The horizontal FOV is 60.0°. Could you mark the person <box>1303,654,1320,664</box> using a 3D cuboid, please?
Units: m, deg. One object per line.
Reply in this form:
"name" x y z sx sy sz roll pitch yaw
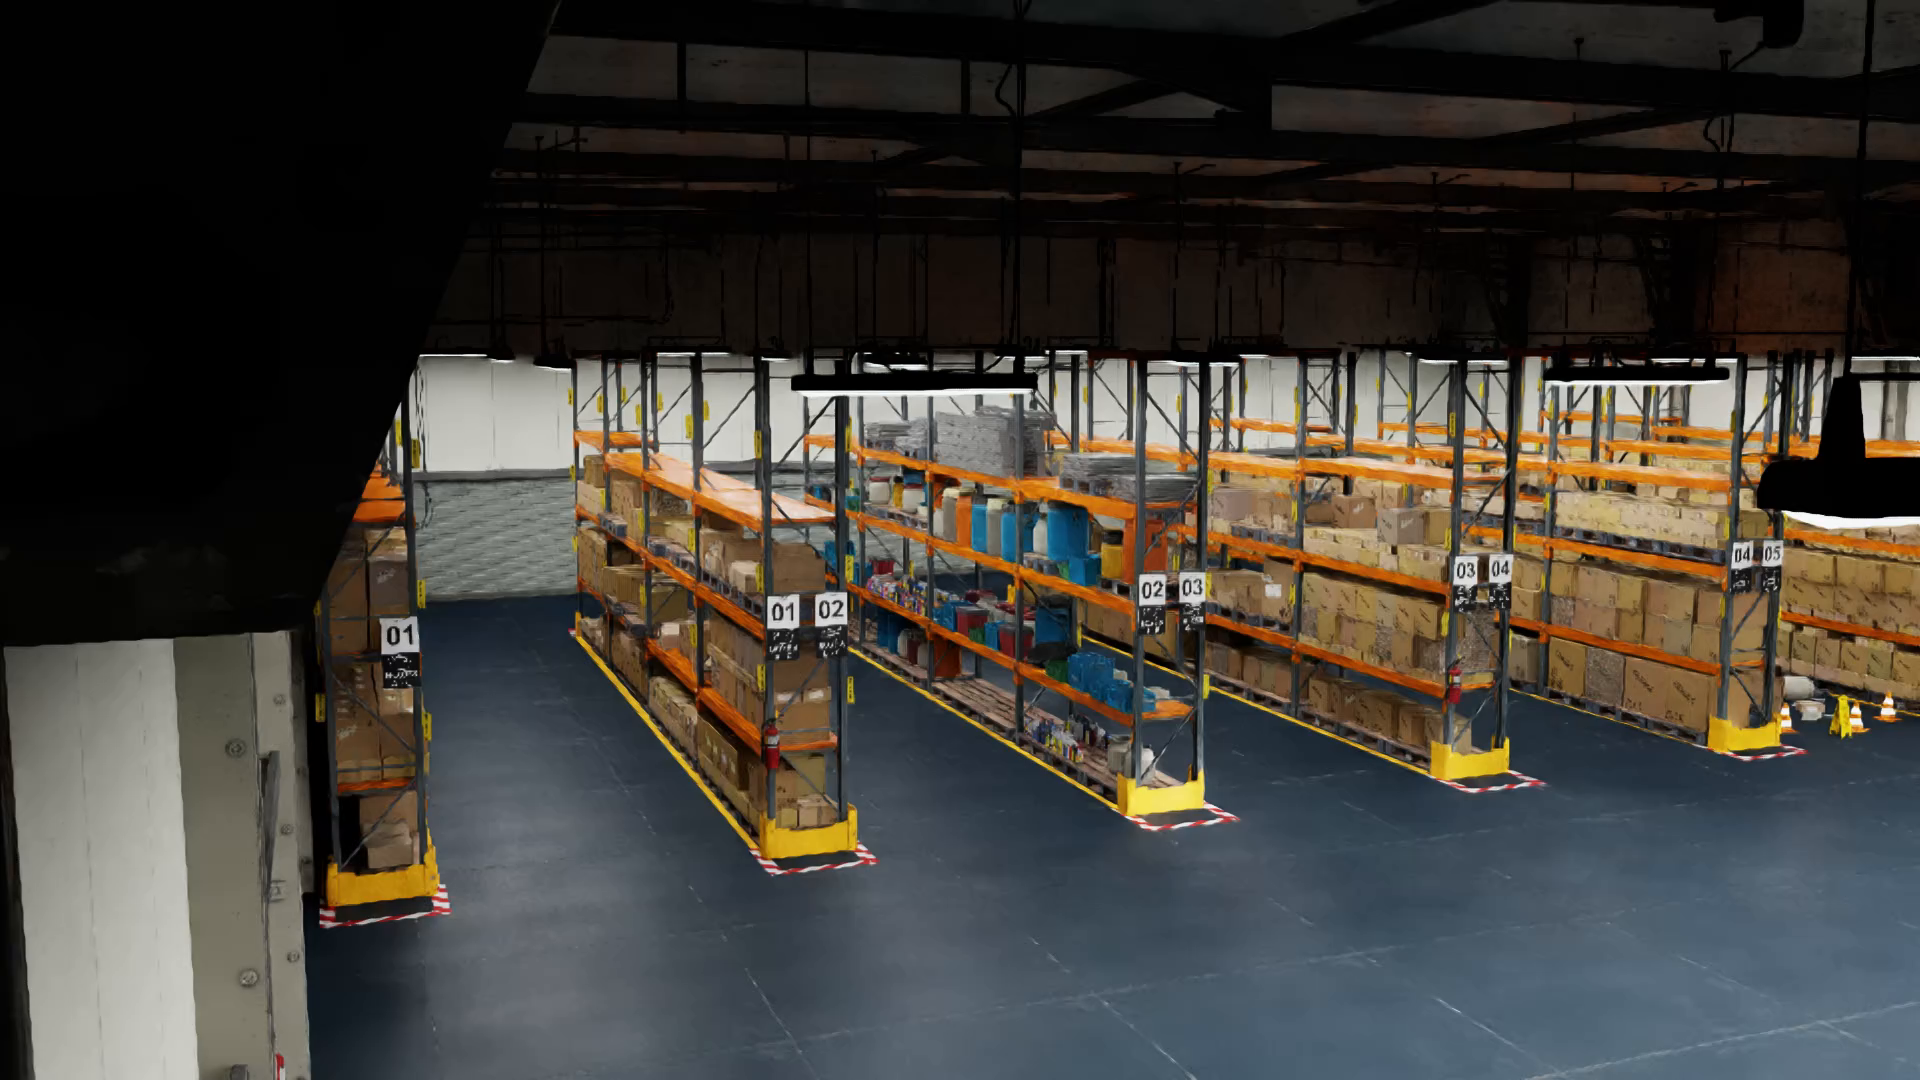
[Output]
"person" 6.460 1.721 30.241 0.677 1.742 0.552 -3 8 -22
